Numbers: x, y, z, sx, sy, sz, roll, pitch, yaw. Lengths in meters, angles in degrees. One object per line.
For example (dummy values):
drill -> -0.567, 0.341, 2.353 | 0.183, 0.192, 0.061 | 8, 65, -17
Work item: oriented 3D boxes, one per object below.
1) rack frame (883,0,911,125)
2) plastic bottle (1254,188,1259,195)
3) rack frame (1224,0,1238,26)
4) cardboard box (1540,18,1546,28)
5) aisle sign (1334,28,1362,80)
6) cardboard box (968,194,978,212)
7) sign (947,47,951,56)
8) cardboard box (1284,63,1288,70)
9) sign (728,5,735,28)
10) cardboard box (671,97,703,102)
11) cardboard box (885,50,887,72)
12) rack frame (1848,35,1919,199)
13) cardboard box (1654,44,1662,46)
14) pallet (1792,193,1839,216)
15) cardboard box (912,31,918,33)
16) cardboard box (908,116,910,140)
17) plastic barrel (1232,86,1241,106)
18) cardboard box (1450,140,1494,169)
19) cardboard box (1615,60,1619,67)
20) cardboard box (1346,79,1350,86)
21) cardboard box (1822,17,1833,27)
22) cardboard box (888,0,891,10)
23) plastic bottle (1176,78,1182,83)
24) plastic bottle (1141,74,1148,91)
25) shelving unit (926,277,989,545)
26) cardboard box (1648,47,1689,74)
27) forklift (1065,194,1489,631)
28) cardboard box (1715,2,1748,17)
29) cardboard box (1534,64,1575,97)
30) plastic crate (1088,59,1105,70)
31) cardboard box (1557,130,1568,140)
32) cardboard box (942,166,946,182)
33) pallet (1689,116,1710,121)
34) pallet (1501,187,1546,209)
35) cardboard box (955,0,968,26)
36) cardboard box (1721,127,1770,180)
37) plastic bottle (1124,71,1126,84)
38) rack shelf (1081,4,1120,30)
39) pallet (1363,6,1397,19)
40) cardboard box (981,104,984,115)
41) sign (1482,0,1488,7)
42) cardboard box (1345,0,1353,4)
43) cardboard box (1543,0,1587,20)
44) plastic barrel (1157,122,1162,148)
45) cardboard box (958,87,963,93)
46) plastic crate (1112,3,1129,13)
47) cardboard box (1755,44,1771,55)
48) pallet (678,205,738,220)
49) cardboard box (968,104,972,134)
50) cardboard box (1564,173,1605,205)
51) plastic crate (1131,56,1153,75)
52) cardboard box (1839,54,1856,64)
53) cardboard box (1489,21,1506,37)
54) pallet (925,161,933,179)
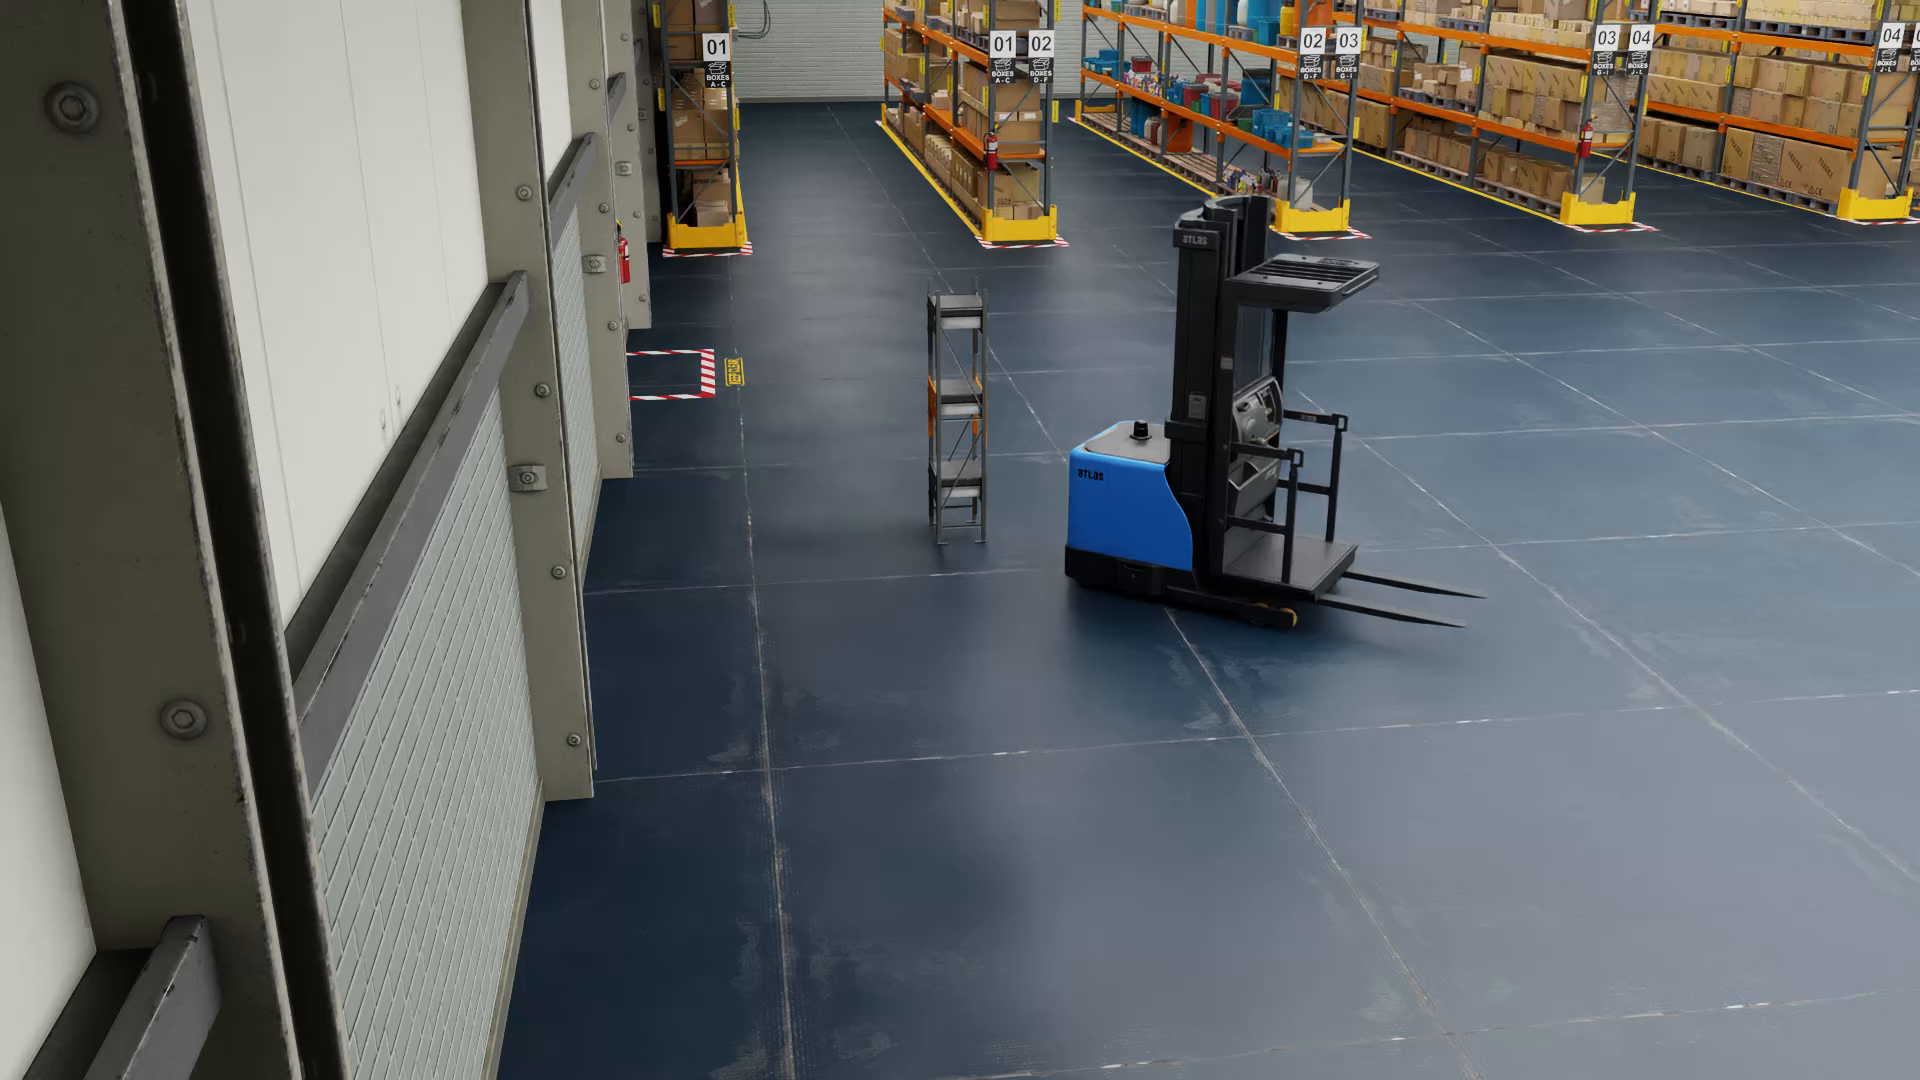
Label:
rack frame -> -1.365, -11.788, 40.991 | 1.000, 3.000, 0.127 | -3, 21, -8
plastic bottle -> 5.145, -6.006, 28.880 | 0.097, 0.201, 0.097 | 0, 20, 0
rack frame -> 5.267, -10.692, 29.482 | 1.000, 3.000, 0.127 | -3, 21, -8
cardboard box -> 10.222, -8.897, 28.607 | 0.380, 0.149, 0.250 | -4, 21, -11
aisle sign -> 6.144, -7.705, 26.342 | 0.394, 0.787, 0.004 | -3, 21, -8
cardboard box -> 0.414, -5.673, 27.949 | 0.500, 0.250, 0.500 | -3, 21, -8
sign -> -0.239, -10.975, 37.158 | 0.100, 0.325, 0.005 | -3, 21, -8
cardboard box -> 8.278, -11.762, 41.279 | 0.380, 0.149, 0.250 | -3, 21, -9
sign -> -3.423, -7.839, 24.882 | 0.100, 0.325, 0.005 | -3, 21, -8
cardboard box -> -4.452, -6.968, 27.199 | 0.500, 0.500, 0.500 | -3, 21, -7
cardboard box -> -1.562, -11.668, 40.526 | 0.500, 0.500, 0.500 | -2, 21, -7
rack frame -> 15.668, -6.962, 28.069 | 1.000, 3.000, 0.127 | -3, 21, -8
cardboard box -> 18.131, -12.479, 42.697 | 0.500, 0.500, 0.500 | -3, 21, -9
pallet -> 15.475, -5.928, 29.287 | 1.003, 0.211, 1.213 | -3, 21, -8
cardboard box -> -0.875, -11.809, 39.475 | 0.500, 0.500, 0.500 | -2, 21, -6
cardboard box -> -0.872, -9.074, 36.669 | 0.500, 0.500, 0.500 | -3, 21, -7
plastic barrel -> 5.346, -8.288, 31.425 | 0.433, 0.535, 0.433 | 0, 20, 0
cardboard box -> 10.051, -7.547, 32.578 | 0.700, 0.500, 0.500 | -3, 21, -8
cardboard box -> 13.990, -10.236, 35.744 | 0.380, 0.149, 0.250 | -4, 21, -10
cardboard box -> 8.979, -10.429, 37.209 | 0.500, 0.500, 0.500 | -3, 21, -9
cardboard box -> 15.138, -8.943, 28.703 | 0.380, 0.149, 0.250 | -3, 21, -9
cardboard box -> -1.409, -12.586, 39.053 | 0.500, 0.250, 0.500 | -3, 21, -8
plastic bottle -> 4.748, -9.855, 35.992 | 0.152, 0.276, 0.135 | -3, 21, -8
plastic bottle -> 4.018, -9.925, 36.074 | 0.144, 0.351, 0.185 | -3, 21, -8
shelving unit -> -0.024, -1.041, 13.502 | 0.431, 2.100, 0.503 | -3, 21, -8
cardboard box -> 14.644, -9.916, 34.406 | 0.700, 0.500, 0.500 | -3, 21, -9
forklift -> 2.343, -0.930, 12.016 | 3.031, 2.935, 1.130 | 11, 23, 28
cardboard box -> 14.831, -10.162, 31.821 | 0.500, 0.250, 0.500 | -3, 21, -7
cardboard box -> 10.274, -7.925, 28.651 | 0.500, 0.500, 0.500 | -3, 21, -8
plastic crate -> 3.342, -11.656, 40.791 | 0.416, 0.233, 0.300 | -3, 21, -8
cardboard box -> 10.377, -6.888, 28.230 | 0.380, 0.149, 0.250 | -3, 21, -8
cardboard box -> -0.053, -6.846, 31.089 | 0.500, 0.250, 0.500 | -3, 21, -9
pallet -> 18.790, -10.362, 41.159 | 1.003, 0.211, 1.213 | -3, 21, -8
pallet -> 10.480, -6.171, 29.938 | 1.003, 0.211, 1.213 | -3, 21, -8
cardboard box -> 0.177, -9.160, 28.724 | 0.500, 0.500, 0.500 | -1, 21, -3
cardboard box -> 15.113, -7.327, 31.483 | 0.875, 0.875, 0.875 | -3, 21, -7
plastic bottle -> 3.745, -10.449, 37.571 | 0.061, 0.283, 0.133 | -3, 21, -8
rack shelf -> 3.826, -12.412, 39.403 | 1.077, 0.370, 4.000 | -3, 21, -8
pallet -> 9.283, -11.441, 36.043 | 1.003, 0.211, 1.213 | -2, 21, -5
cardboard box -> 0.550, -7.079, 27.312 | 0.380, 0.149, 0.250 | -2, 21, -6
sign -> 9.620, -9.934, 30.438 | 0.100, 0.325, 0.005 | -3, 21, -8
cardboard box -> 9.109, -12.350, 37.465 | 0.700, 0.500, 0.500 | -2, 21, -6
cardboard box -> 10.271, -9.096, 28.214 | 0.500, 0.500, 0.500 | -3, 21, -8
plastic barrel -> 4.434, -8.658, 35.564 | 0.421, 0.512, 0.421 | 0, 20, 0
cardboard box -> 0.122, -8.303, 31.516 | 0.500, 0.500, 0.500 | -3, 21, -8
plastic crate -> 3.754, -12.089, 37.812 | 0.450, 0.188, 0.662 | -3, 21, -8
cardboard box -> 18.771, -11.401, 38.383 | 0.500, 0.500, 0.500 | -3, 21, -9
pallet -> -4.225, -5.422, 27.931 | 1.003, 0.211, 1.213 | -3, 21, -8
cardboard box -> 0.518, -7.345, 28.951 | 0.700, 0.500, 0.500 | -3, 21, -8
cardboard box -> 10.672, -5.989, 28.438 | 0.500, 0.500, 0.500 | 1, 20, 2
plastic crate -> 4.234, -11.032, 38.788 | 0.402, 0.464, 0.583 | -3, 21, -8
cardboard box -> 19.234, -10.232, 35.656 | 0.500, 0.500, 0.500 | -4, 21, -9
cardboard box -> 9.980, -9.298, 30.251 | 0.500, 0.250, 0.500 | -4, 21, -10
pallet -> -0.131, -7.425, 33.294 | 1.003, 0.211, 1.213 | -3, 21, -8
